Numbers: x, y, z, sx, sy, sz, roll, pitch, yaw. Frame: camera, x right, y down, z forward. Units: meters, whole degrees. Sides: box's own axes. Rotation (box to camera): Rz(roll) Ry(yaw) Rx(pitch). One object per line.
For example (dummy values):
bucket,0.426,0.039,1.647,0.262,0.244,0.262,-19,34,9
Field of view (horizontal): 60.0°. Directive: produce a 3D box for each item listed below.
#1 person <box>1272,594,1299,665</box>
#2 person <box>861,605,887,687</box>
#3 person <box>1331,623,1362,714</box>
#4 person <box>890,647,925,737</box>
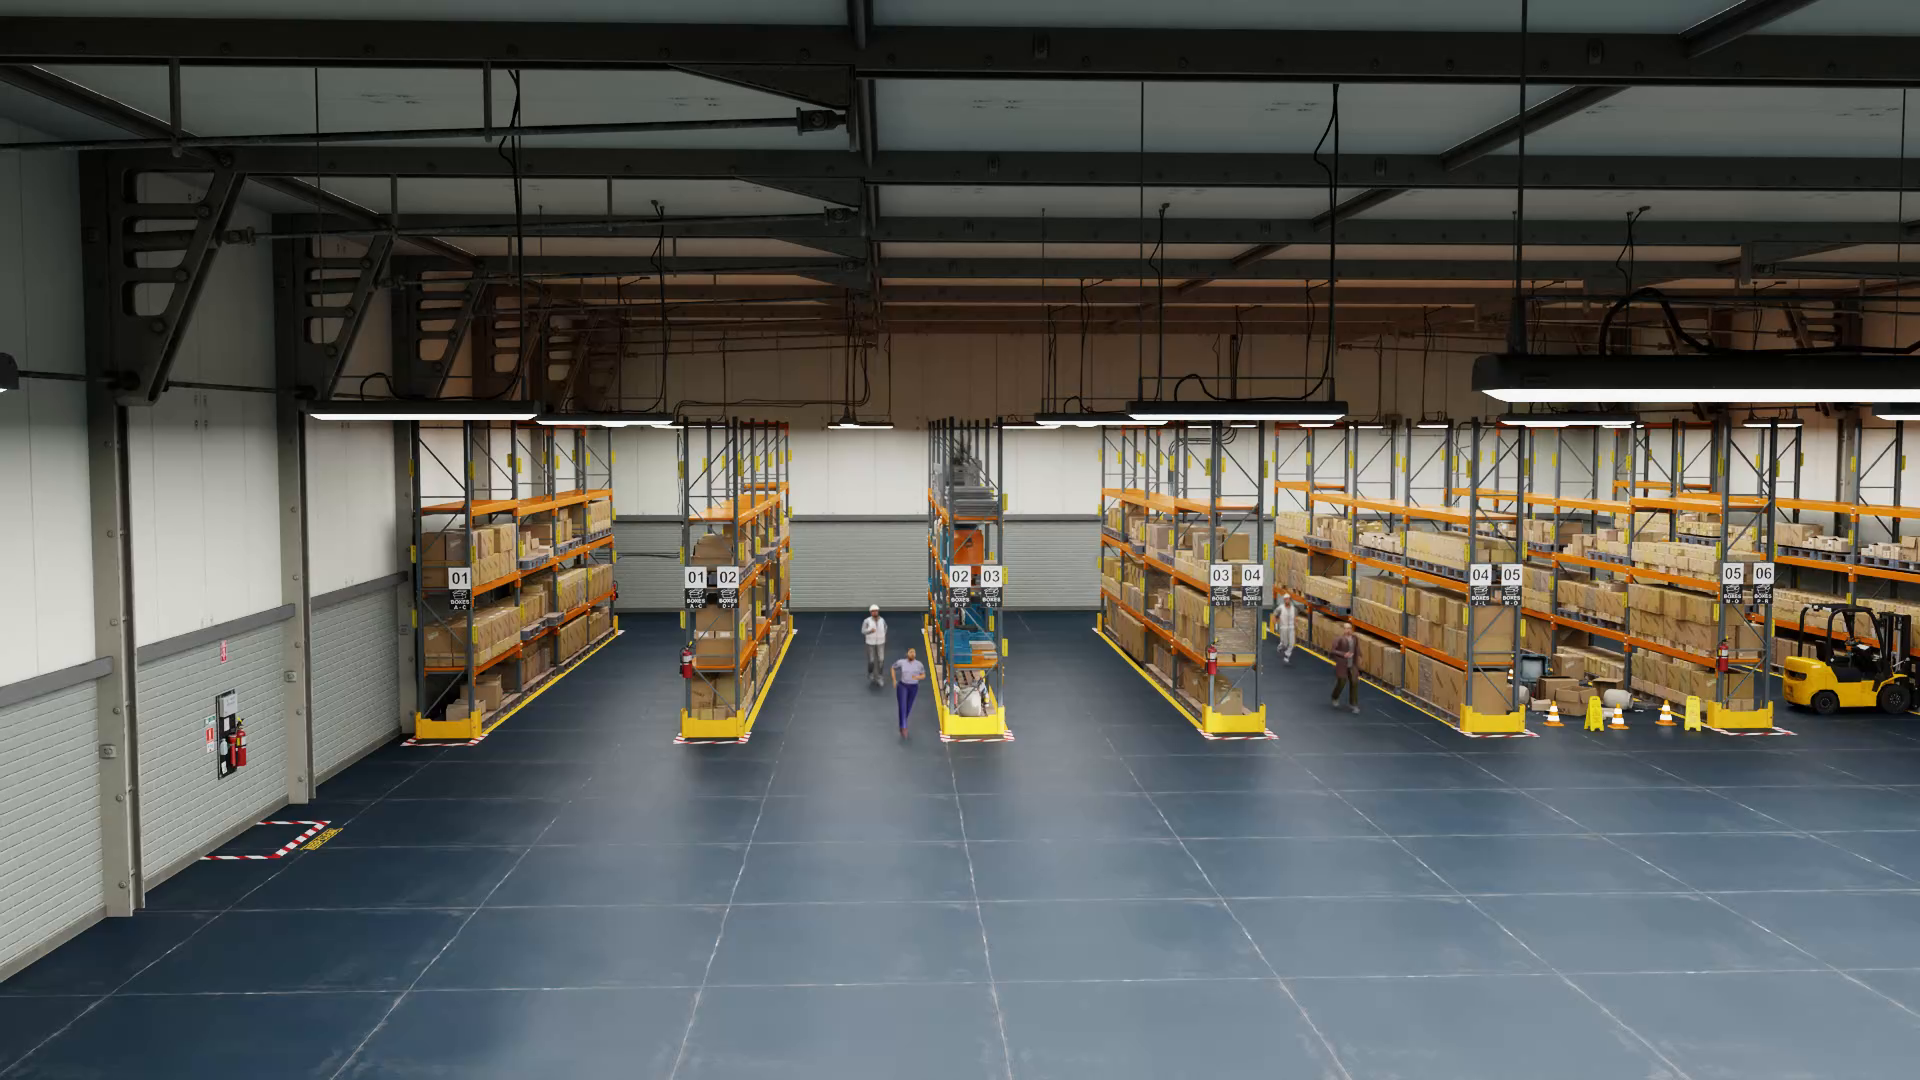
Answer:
person,8.026,2.191,40.869,0.657,1.738,0.606,-1,4,-9
person,-1.921,2.364,37.630,0.650,1.805,0.826,-1,4,-14
person,7.921,2.607,34.105,0.737,1.827,0.922,-1,4,-15
person,-0.953,2.827,31.354,0.604,1.624,0.946,-1,4,-18
